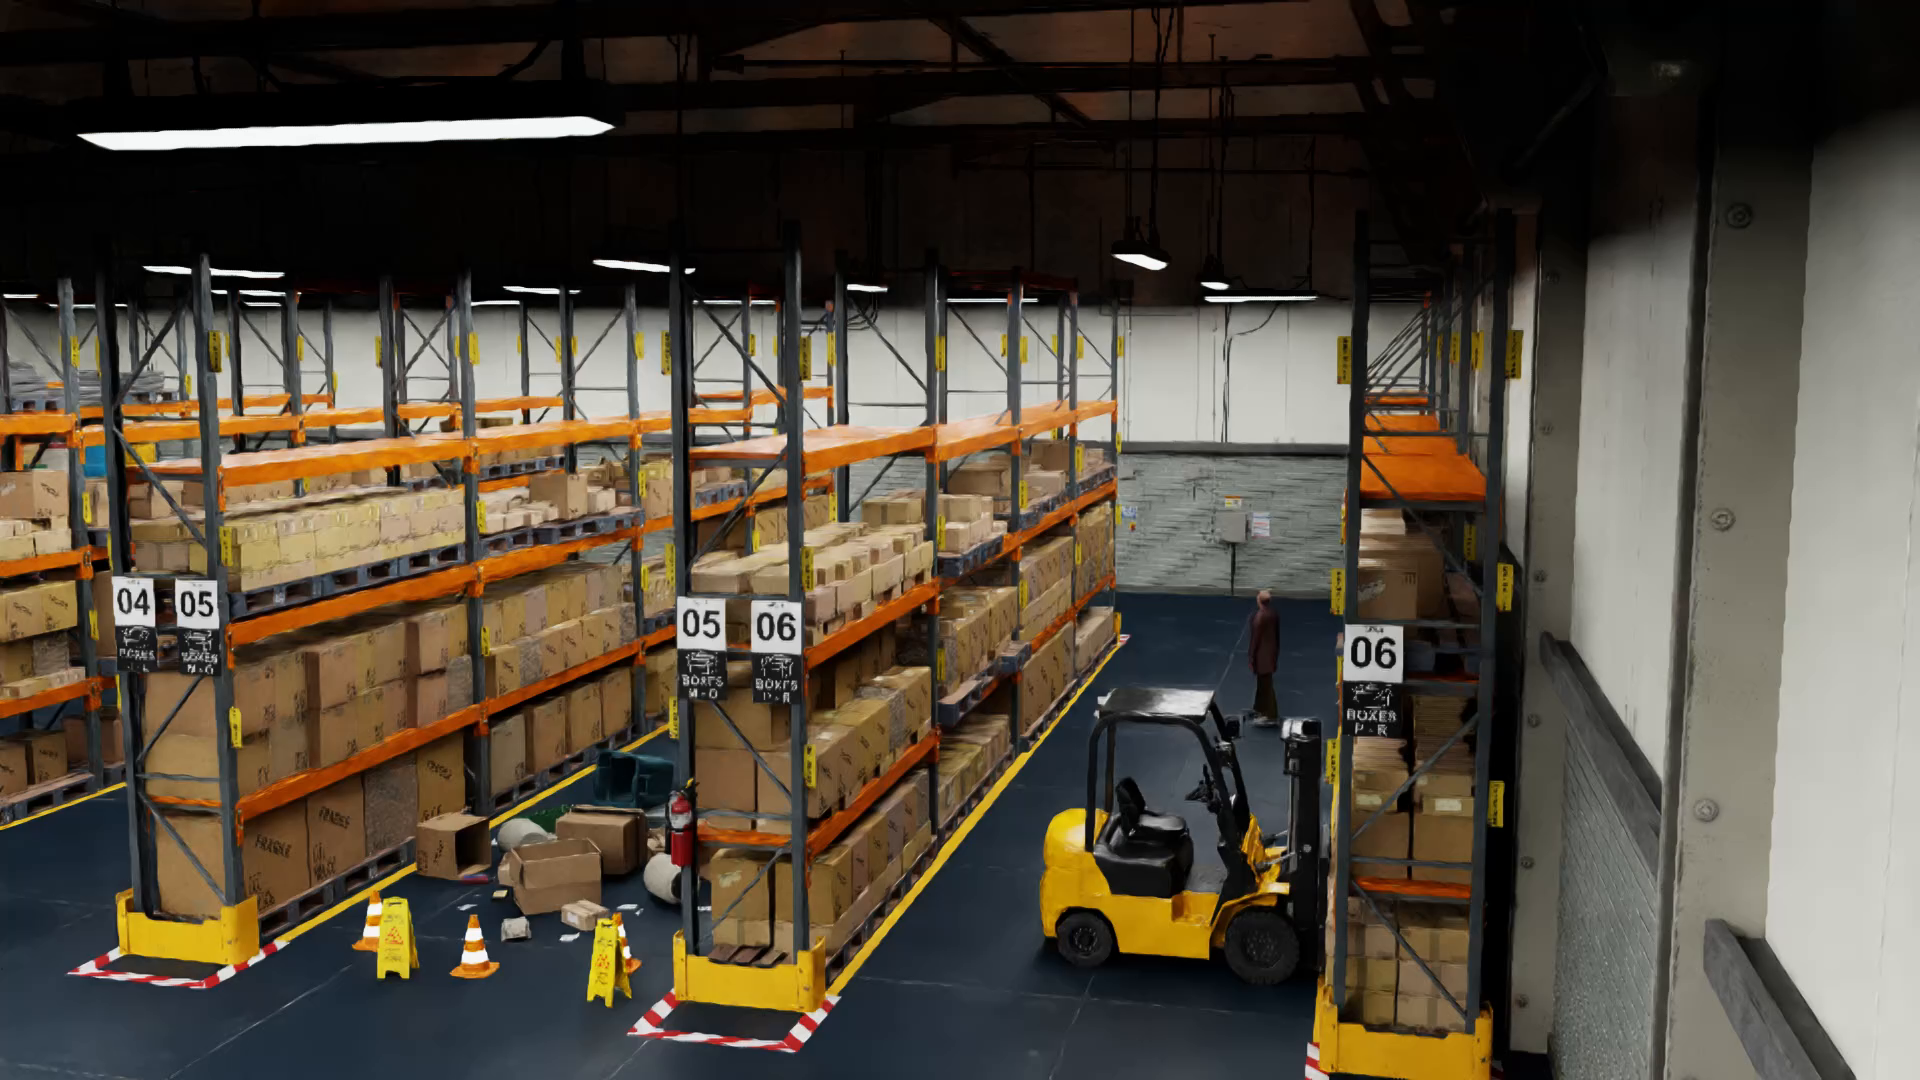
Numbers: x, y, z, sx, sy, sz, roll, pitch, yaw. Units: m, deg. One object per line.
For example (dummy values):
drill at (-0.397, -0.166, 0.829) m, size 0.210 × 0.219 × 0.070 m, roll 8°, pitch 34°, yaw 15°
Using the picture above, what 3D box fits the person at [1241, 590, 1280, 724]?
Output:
person at (4.051, 1.543, 22.377) m, size 0.654 × 1.771 × 0.697 m, roll 5°, pitch 8°, yaw 33°
